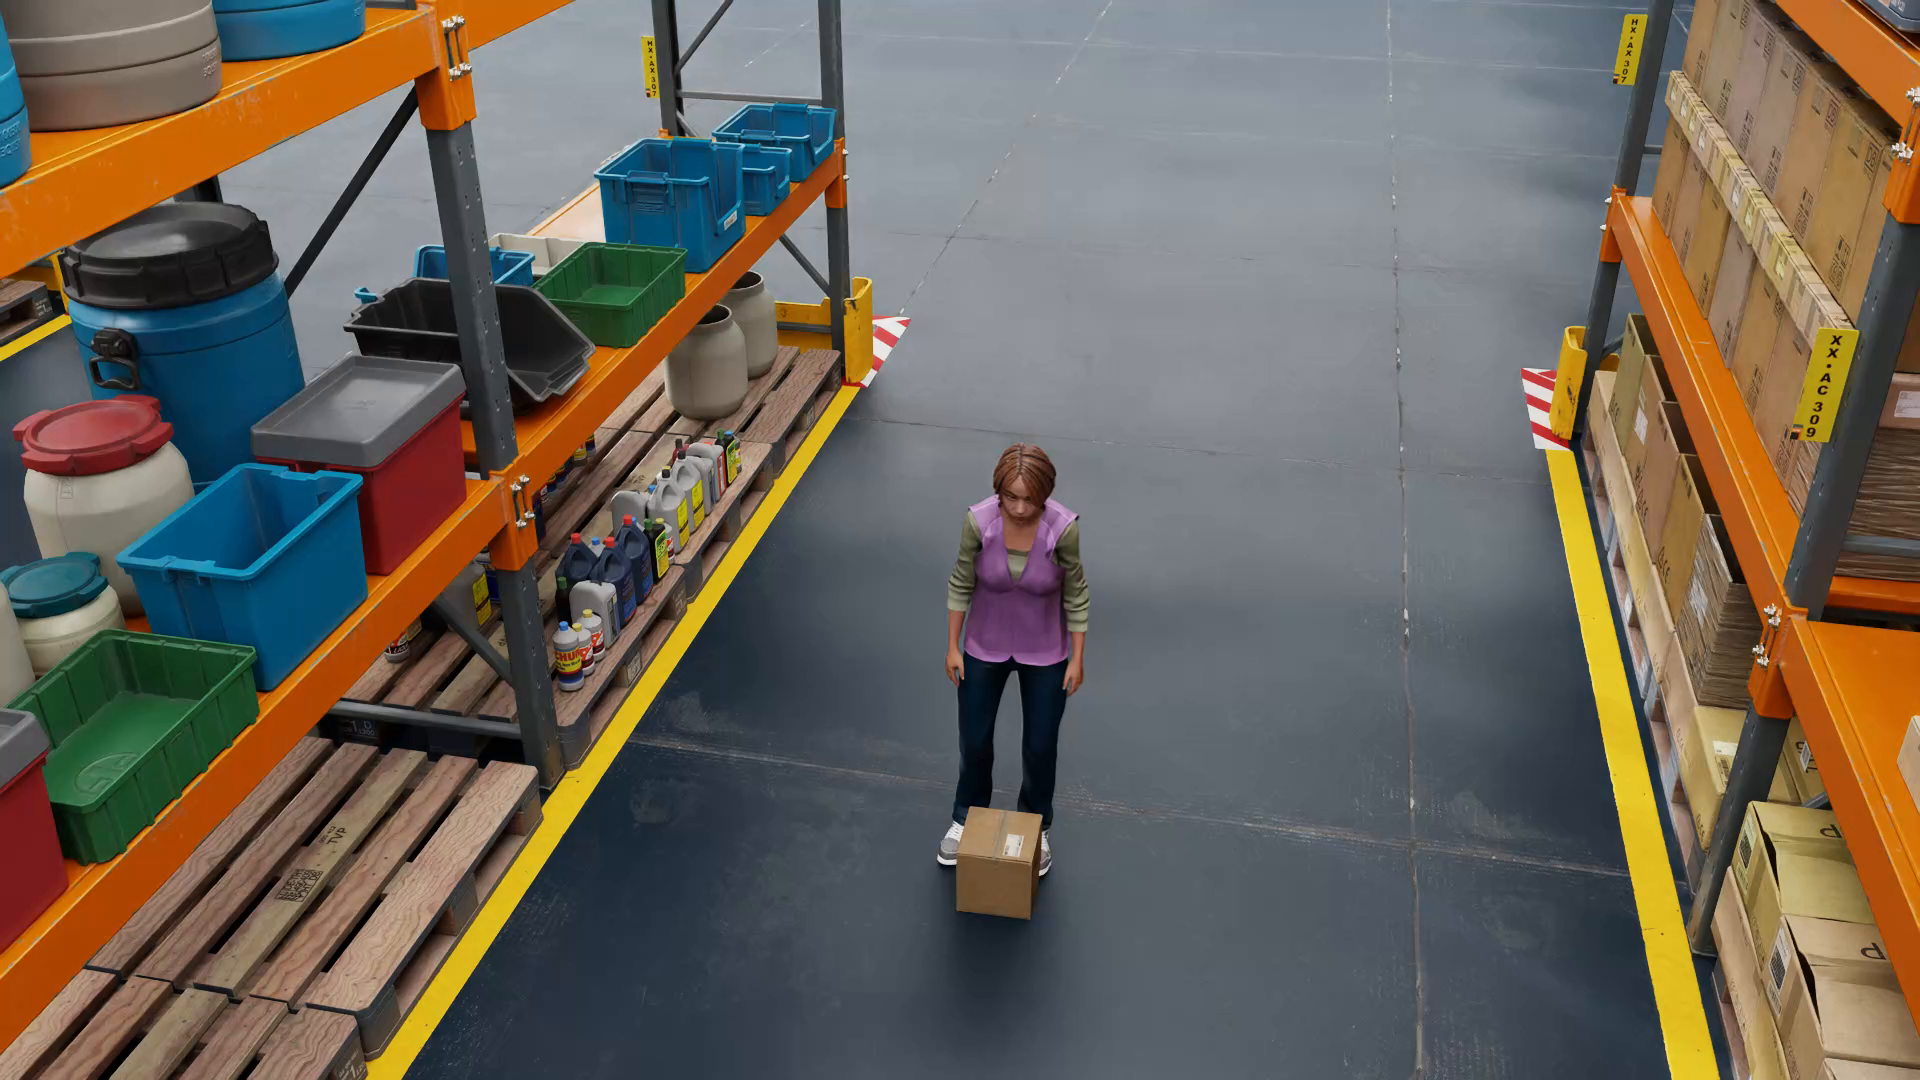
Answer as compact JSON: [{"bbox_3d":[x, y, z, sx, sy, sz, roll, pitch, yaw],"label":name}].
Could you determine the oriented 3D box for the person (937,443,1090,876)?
[{"bbox_3d":[0.177,0.390,5.458,0.482,1.574,0.347,4,29,7],"label":"person"}]
